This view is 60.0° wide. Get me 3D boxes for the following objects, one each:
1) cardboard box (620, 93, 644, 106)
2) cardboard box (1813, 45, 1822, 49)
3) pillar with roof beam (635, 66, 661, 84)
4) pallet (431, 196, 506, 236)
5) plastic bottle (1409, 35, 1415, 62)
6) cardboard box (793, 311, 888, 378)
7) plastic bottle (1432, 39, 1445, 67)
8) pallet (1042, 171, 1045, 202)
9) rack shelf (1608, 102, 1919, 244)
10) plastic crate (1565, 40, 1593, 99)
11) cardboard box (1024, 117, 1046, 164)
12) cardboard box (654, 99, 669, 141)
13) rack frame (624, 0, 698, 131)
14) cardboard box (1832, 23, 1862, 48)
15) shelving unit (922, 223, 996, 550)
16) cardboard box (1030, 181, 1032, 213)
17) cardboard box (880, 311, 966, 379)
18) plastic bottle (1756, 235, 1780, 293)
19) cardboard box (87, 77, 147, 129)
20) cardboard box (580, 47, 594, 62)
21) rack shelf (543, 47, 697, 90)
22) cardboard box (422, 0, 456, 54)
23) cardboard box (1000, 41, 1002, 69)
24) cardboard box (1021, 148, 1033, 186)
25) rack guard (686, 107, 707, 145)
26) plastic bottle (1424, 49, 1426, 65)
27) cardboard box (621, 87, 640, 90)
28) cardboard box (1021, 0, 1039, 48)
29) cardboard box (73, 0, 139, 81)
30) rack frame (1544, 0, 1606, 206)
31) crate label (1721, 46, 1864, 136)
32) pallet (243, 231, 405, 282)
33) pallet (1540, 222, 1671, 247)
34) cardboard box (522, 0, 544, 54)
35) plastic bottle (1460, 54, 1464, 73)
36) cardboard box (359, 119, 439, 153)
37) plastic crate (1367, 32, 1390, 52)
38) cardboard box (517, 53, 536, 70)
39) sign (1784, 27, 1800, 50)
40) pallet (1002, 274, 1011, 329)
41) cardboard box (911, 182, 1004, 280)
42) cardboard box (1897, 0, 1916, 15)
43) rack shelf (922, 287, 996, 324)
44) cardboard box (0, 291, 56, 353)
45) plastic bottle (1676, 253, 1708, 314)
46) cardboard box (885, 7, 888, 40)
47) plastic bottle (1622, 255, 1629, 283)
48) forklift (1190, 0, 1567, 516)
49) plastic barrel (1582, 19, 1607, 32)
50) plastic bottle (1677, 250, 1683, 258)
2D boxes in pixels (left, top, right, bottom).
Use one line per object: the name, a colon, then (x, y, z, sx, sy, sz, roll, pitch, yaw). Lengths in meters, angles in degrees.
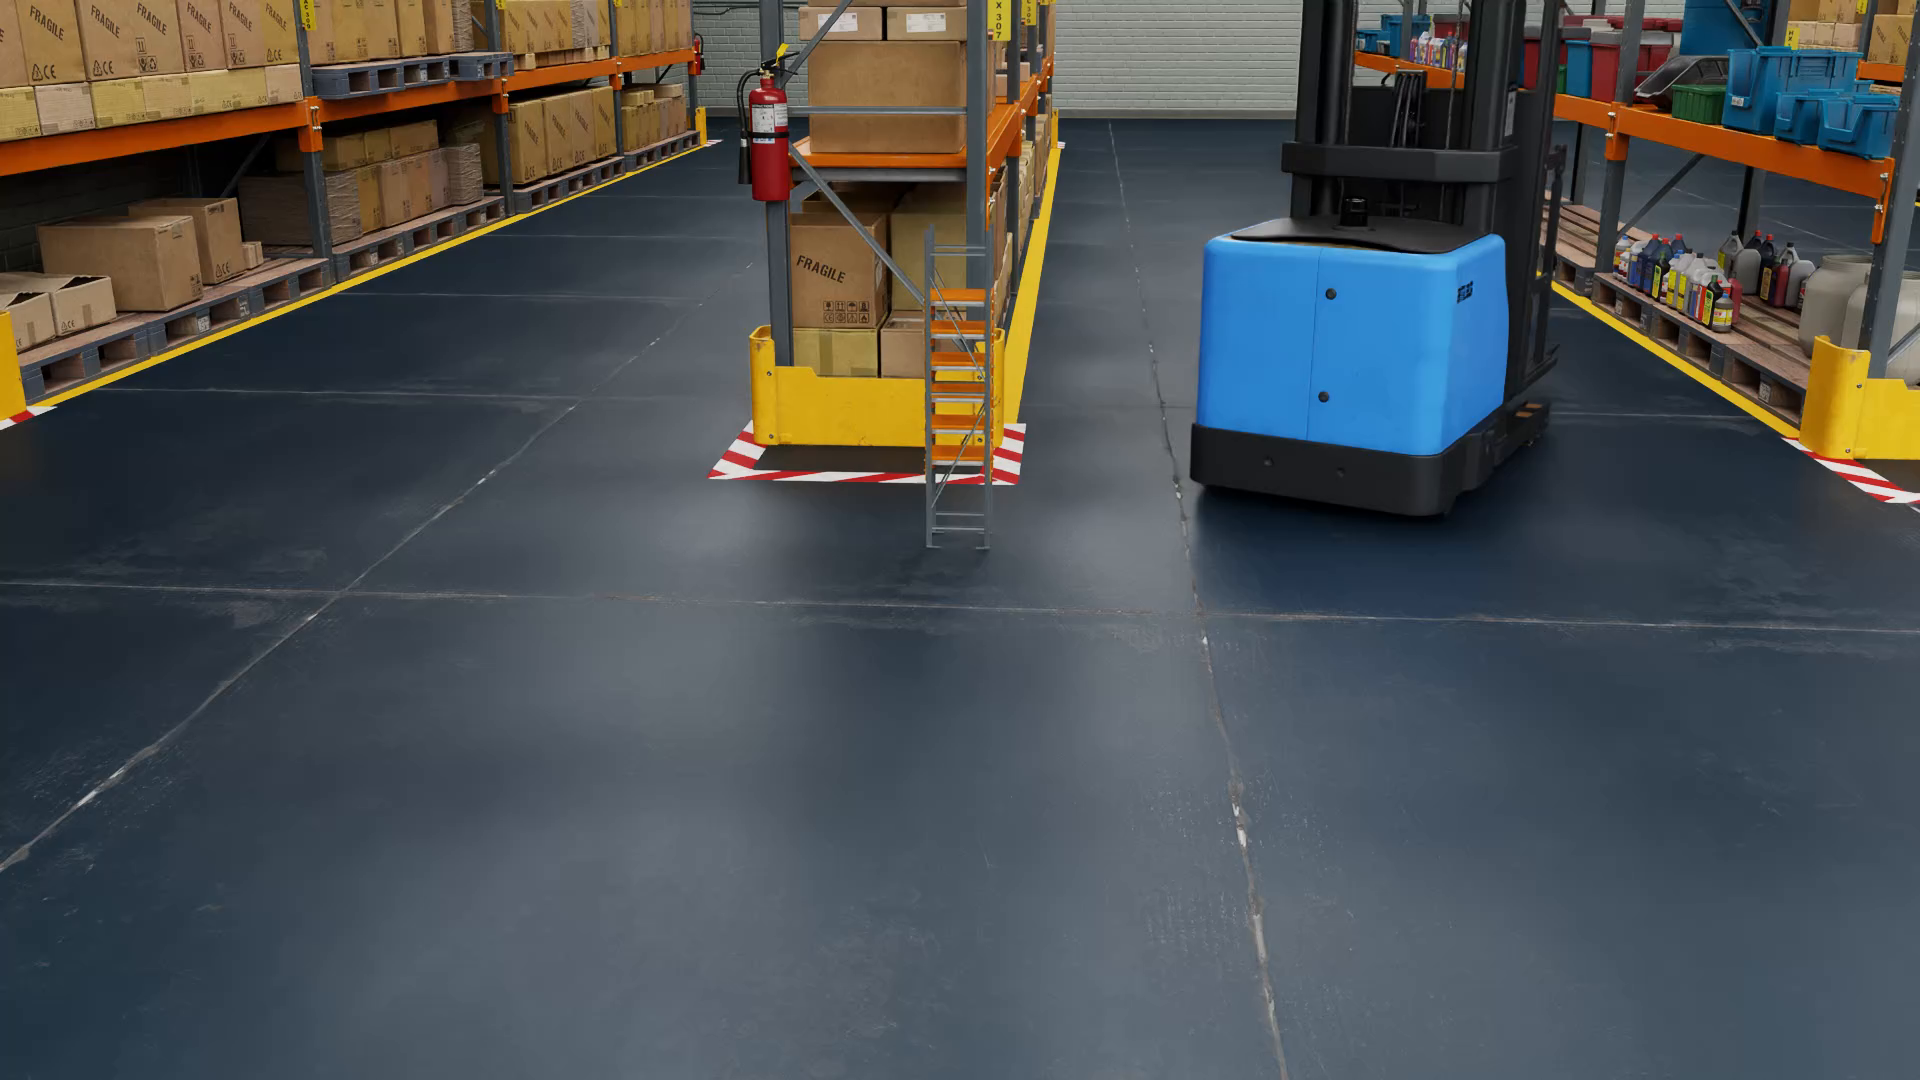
cardboard box: (-4.099, -5.410, 20.414, 0.380, 0.149, 0.250, 2, 18, 6)
cardboard box: (10.111, -5.648, 19.247, 0.380, 0.149, 0.250, 2, 18, 5)
pillar with roof beam: (-0.550, -10.613, 24.360, 9.100, 9.000, 0.400, 1, 18, 4)
pallet: (-4.806, -2.948, 15.080, 1.003, 0.211, 1.213, 1, 18, 4)
plastic bottle: (4.968, -5.377, 18.202, 0.061, 0.283, 0.133, 1, 18, 4)
cardboard box: (-0.637, -0.987, 8.361, 0.500, 0.250, 0.500, 1, 18, 4)
plastic bottle: (4.924, -4.983, 17.012, 0.152, 0.276, 0.135, 1, 18, 4)
pallet: (0.374, -3.690, 17.345, 1.003, 0.211, 1.213, 1, 18, 4)
rack shelf: (4.703, -2.089, 9.136, 1.077, 0.370, 4.000, 1, 18, 4)
plastic crate: (4.615, -3.394, 11.989, 0.392, 0.384, 0.575, 1, 18, 4)
cardboard box: (0.686, -4.357, 18.209, 0.500, 0.500, 0.500, 1, 18, 4)
cardboard box: (-4.196, -5.481, 21.671, 0.700, 0.500, 0.500, 1, 18, 2)
rack frame: (-4.175, -7.000, 22.969, 1.000, 3.000, 0.127, 1, 18, 4)
cardboard box: (10.130, -5.639, 18.579, 0.500, 0.250, 0.500, 1, 18, 3)
shelving unit: (-0.001, -0.566, 6.222, 0.258, 1.200, 0.189, 1, 18, 4)
cardboard box: (0.365, -2.970, 14.411, 0.500, 0.250, 0.500, 1, 18, 3)
cardboard box: (-0.120, -0.976, 8.325, 0.500, 0.250, 0.500, 1, 18, 4)
plastic bottle: (5.074, -1.736, 10.452, 0.144, 0.351, 0.185, 0, 18, 1)
cardboard box: (-4.905, -2.433, 9.240, 0.500, 0.250, 0.500, 1, 18, 3)
cardboard box: (-4.222, -5.295, 18.136, 0.380, 0.149, 0.250, 1, 18, 4)
rack shelf: (-4.318, -6.037, 21.185, 1.077, 0.370, 4.000, 1, 18, 4)
cardboard box: (-4.785, -4.452, 14.324, 0.700, 0.500, 0.500, 0, 18, -1)
cardboard box: (0.089, -3.932, 13.445, 0.500, 0.500, 0.500, 0, 18, 1)
cardboard box: (0.370, -3.236, 14.321, 0.500, 0.311, 0.500, 1, 18, 3)
rack guard: (-4.173, -5.820, 23.381, 1.175, 0.500, 0.348, 1, 18, 4)
plastic bottle: (4.931, -5.097, 17.481, 0.097, 0.201, 0.097, 0, 18, 0)
cardboard box: (-4.387, -5.830, 21.695, 0.380, 0.149, 0.250, 2, 18, 5)
cardboard box: (0.382, -5.131, 16.430, 0.700, 0.500, 0.500, 5, 19, 14)
cardboard box: (-4.899, -2.781, 9.096, 0.500, 0.500, 0.500, 1, 18, 2)
rack frame: (5.133, -4.294, 14.711, 1.000, 3.000, 0.127, 1, 18, 4)
crate label: (4.422, -2.404, 8.886, 0.502, 0.435, 0.616, 1, 18, 4)
pallet: (-4.981, -2.190, 12.767, 1.003, 0.211, 1.213, 1, 18, 4)
pallet: (4.949, -2.352, 13.261, 1.003, 0.211, 1.213, 1, 18, 4)
cardboard box: (-4.411, -5.021, 16.260, 0.500, 0.500, 0.500, 2, 18, 6)
plastic bottle: (4.801, -4.533, 15.758, 0.097, 0.201, 0.097, 0, 18, 0)
cardboard box: (-4.851, -3.493, 14.368, 0.500, 0.250, 0.500, 2, 18, 5)
plastic crate: (5.245, -6.156, 20.567, 0.416, 0.233, 0.300, 1, 18, 4)
cardboard box: (-4.363, -4.661, 16.203, 0.380, 0.149, 0.250, 2, 18, 6)
sign: (5.394, -3.168, 10.829, 0.100, 0.325, 0.005, 1, 18, 4)
pallet: (-0.193, -1.593, 10.944, 1.003, 0.211, 1.213, 1, 18, 4)
cardboard box: (-0.010, -1.798, 9.630, 0.500, 0.500, 0.500, 1, 18, 4)
cardboard box: (10.323, -5.752, 17.387, 0.797, 0.503, 0.637, 1, 18, 2)
rack shelf: (-0.001, -0.866, 6.124, 0.258, 0.103, 0.180, 1, 18, 4)
cardboard box: (-5.182, -1.175, 8.803, 0.500, 0.311, 0.500, -1, 18, -2)
plastic bottle: (4.317, -1.512, 9.769, 0.144, 0.351, 0.185, 2, 18, 6)
cardboard box: (-0.526, -2.481, 7.976, 0.380, 0.149, 0.250, 2, 18, 5)
plastic bottle: (4.372, -1.779, 10.822, 0.097, 0.201, 0.097, 0, 18, 0)
forklift: (2.155, -1.893, 7.492, 1.130, 2.935, 3.031, 11, 21, 29)
plastic barrel: (5.273, -4.023, 13.704, 0.421, 0.512, 0.421, 0, 18, 0)
plastic bottle: (4.485, -1.675, 10.394, 0.097, 0.271, 0.097, 0, 18, 0)
